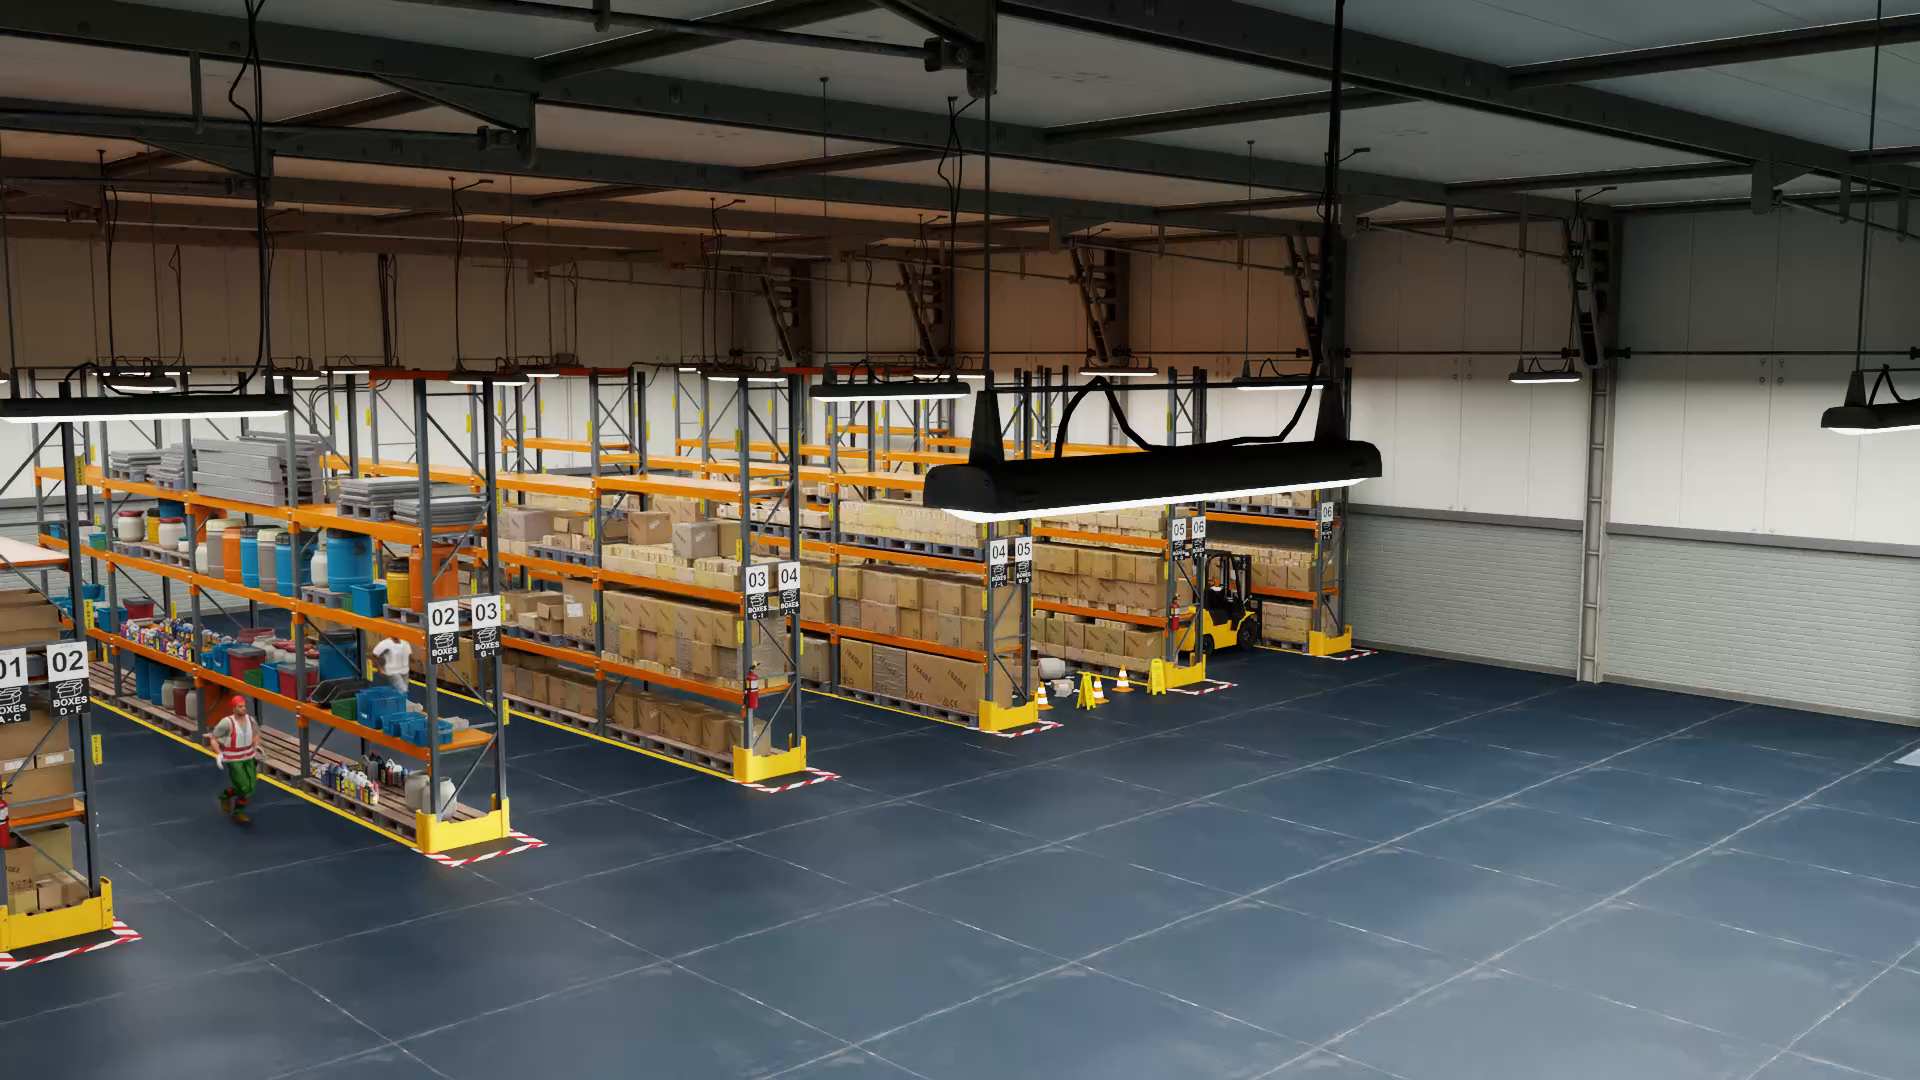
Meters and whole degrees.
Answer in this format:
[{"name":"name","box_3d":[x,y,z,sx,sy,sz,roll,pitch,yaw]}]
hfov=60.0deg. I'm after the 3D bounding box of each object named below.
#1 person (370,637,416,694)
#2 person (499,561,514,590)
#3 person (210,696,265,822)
[{"name":"person","box_3d":[-9.549,2.263,28.286,0.644,1.724,0.682,3,7,28]},{"name":"person","box_3d":[-11.155,0.902,40.683,0.929,1.625,0.606,-1,7,-11]},{"name":"person","box_3d":[-9.708,2.950,22.399,0.634,1.733,0.659,4,8,32]}]
